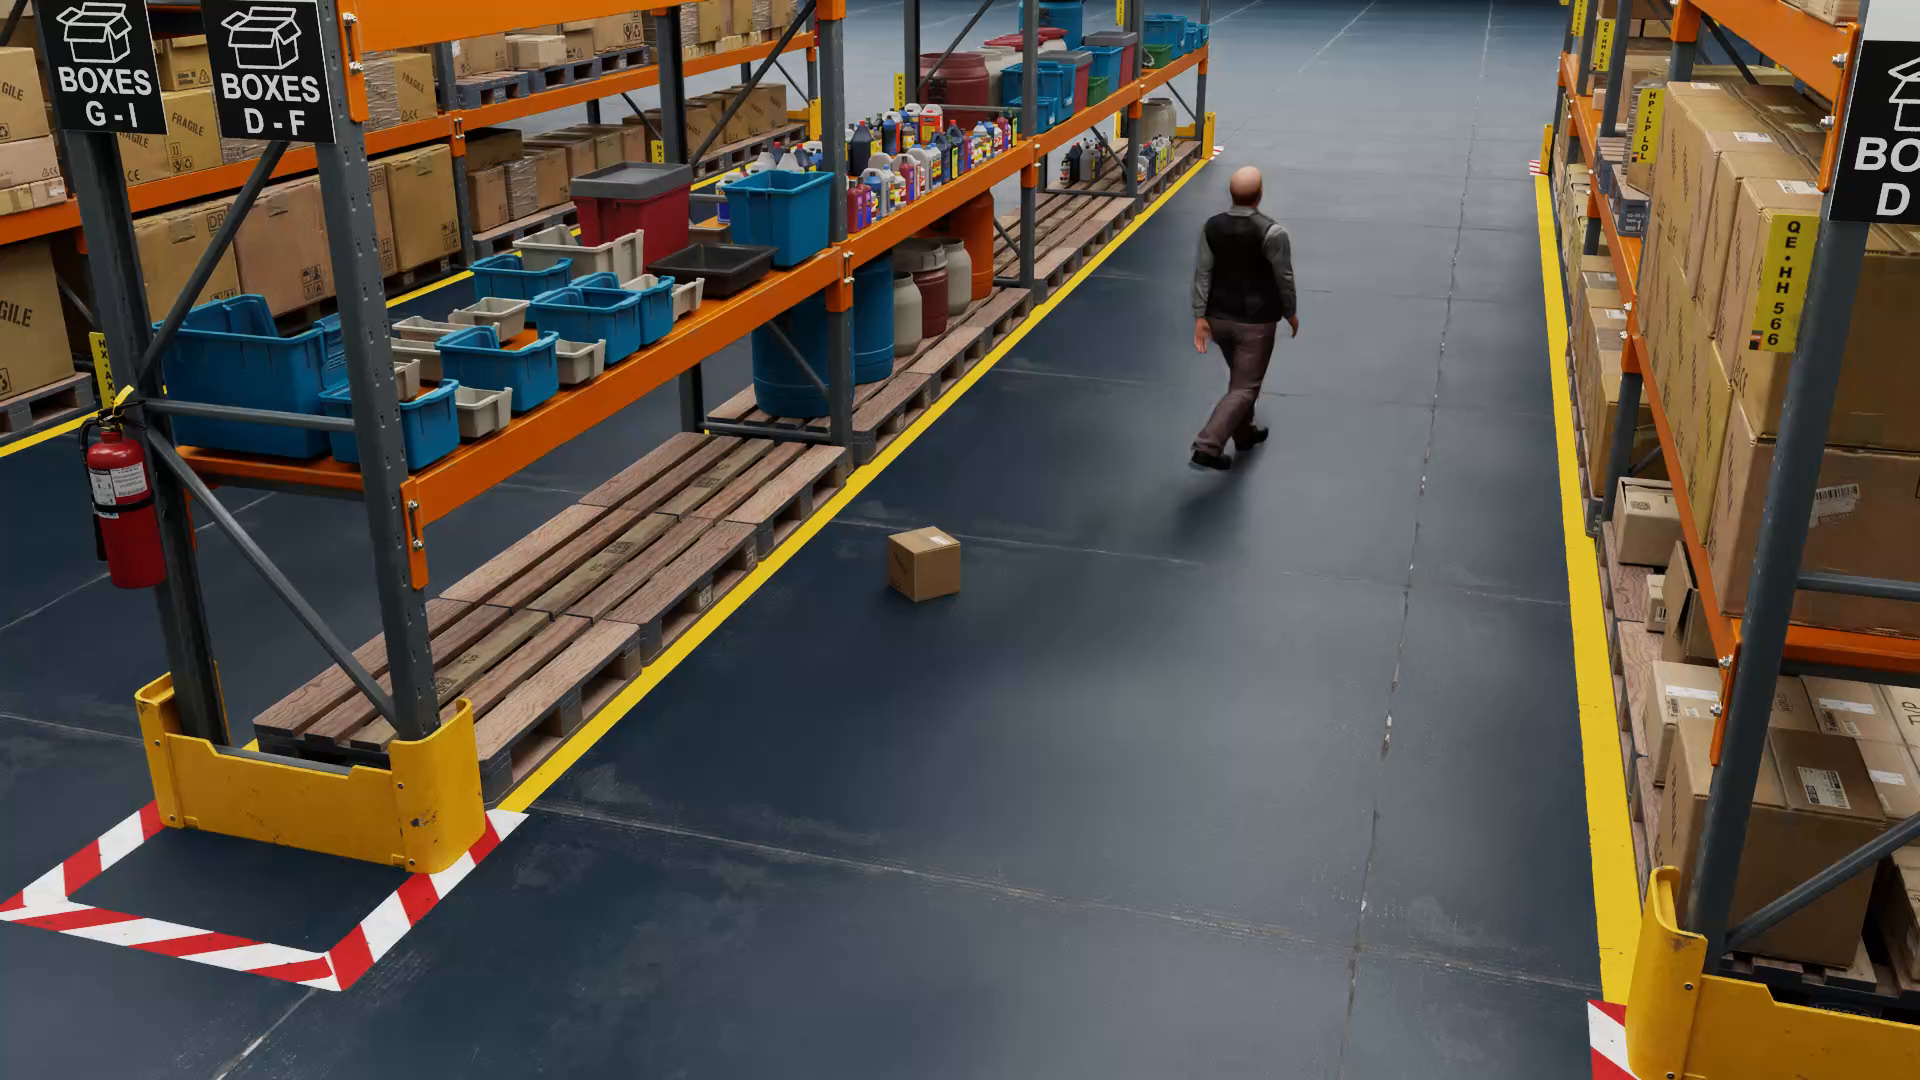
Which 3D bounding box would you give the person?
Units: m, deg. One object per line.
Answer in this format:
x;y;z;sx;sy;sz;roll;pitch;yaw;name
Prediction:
1.561;-1.213;9.172;0.528;1.677;1.006;18;28;38;person
